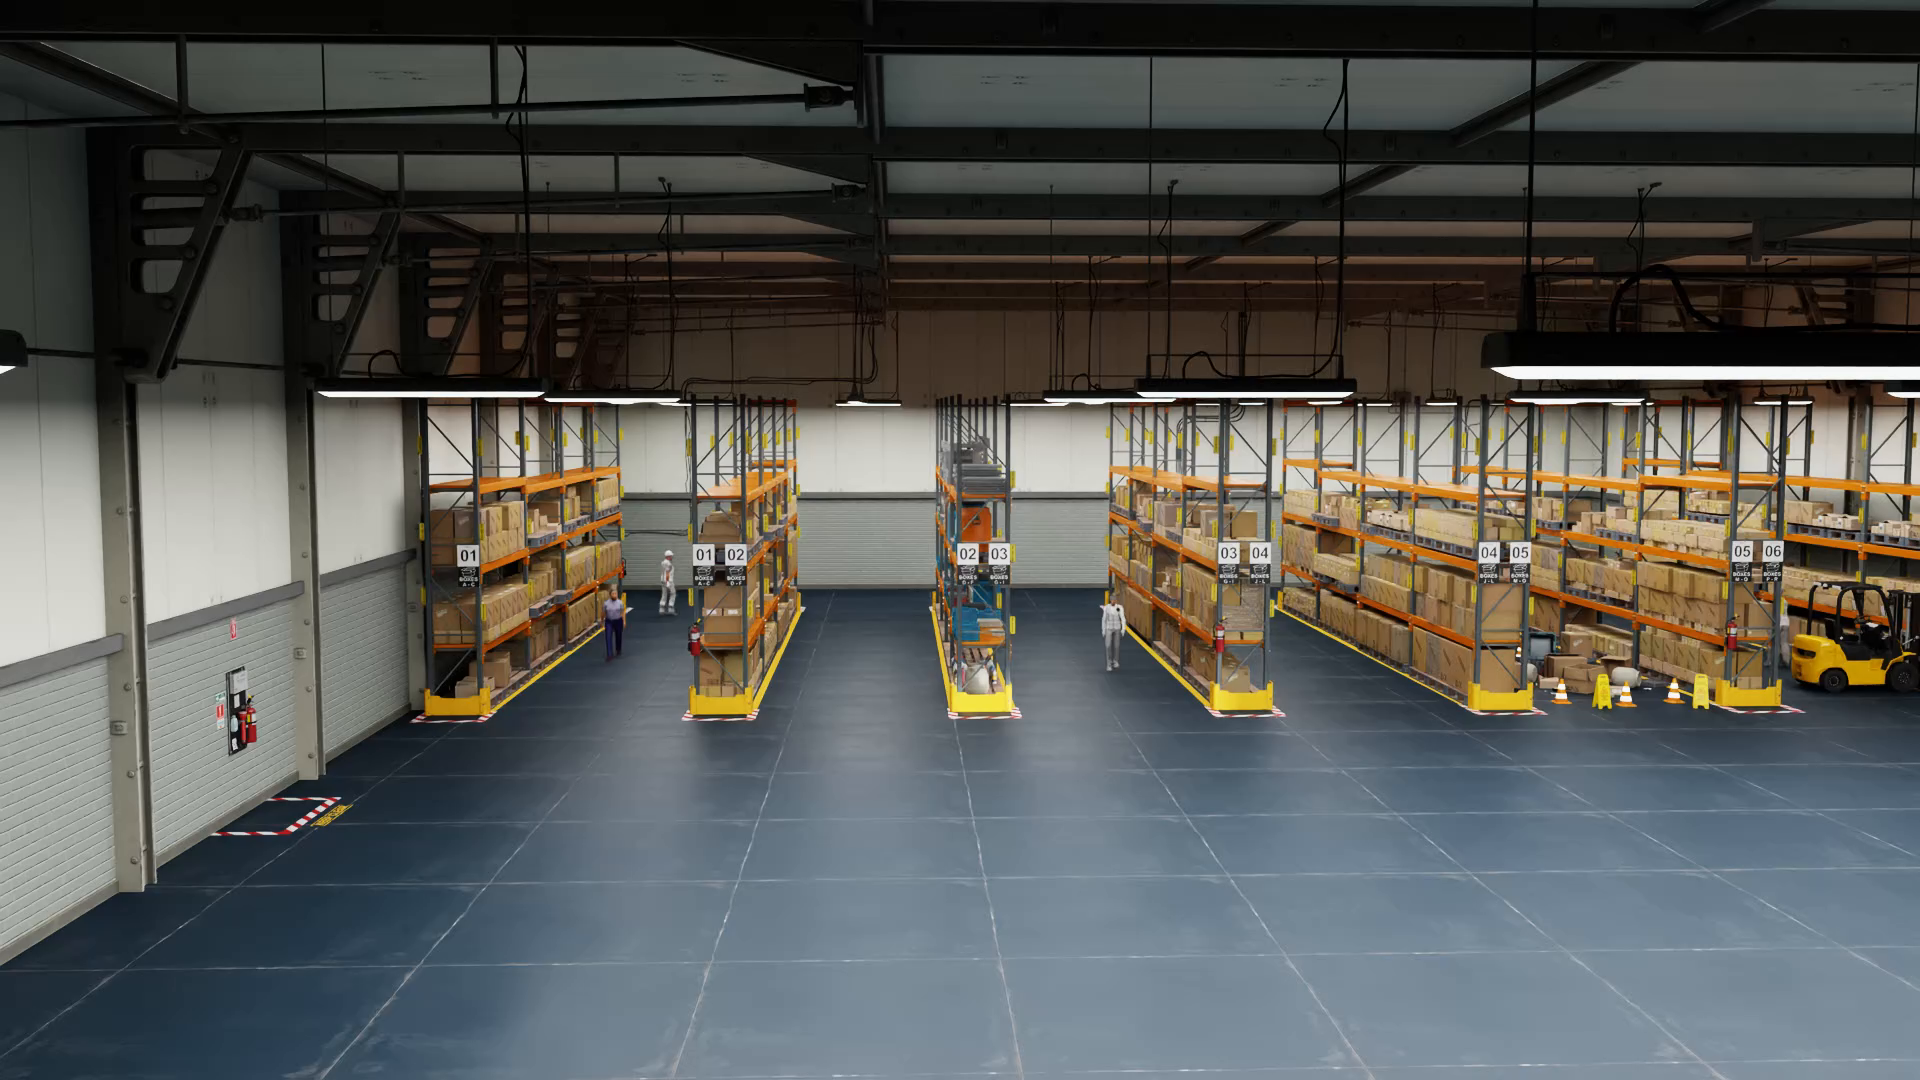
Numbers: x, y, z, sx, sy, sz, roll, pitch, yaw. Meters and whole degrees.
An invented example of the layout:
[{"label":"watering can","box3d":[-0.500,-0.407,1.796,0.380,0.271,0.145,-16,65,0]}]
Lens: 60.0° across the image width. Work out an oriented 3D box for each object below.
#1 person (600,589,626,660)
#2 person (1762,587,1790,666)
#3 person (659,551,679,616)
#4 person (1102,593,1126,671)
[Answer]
[{"label":"person","box3d":[-7.949,1.914,38.095,0.586,1.582,1.064,-1,5,-12]},{"label":"person","box3d":[18.274,1.957,37.060,0.541,1.816,0.609,-1,5,-13]},{"label":"person","box3d":[-8.117,1.210,46.177,0.519,1.825,0.586,-3,5,-33]},{"label":"person","box3d":[3.395,2.020,36.672,0.525,1.714,0.532,0,5,6]}]
